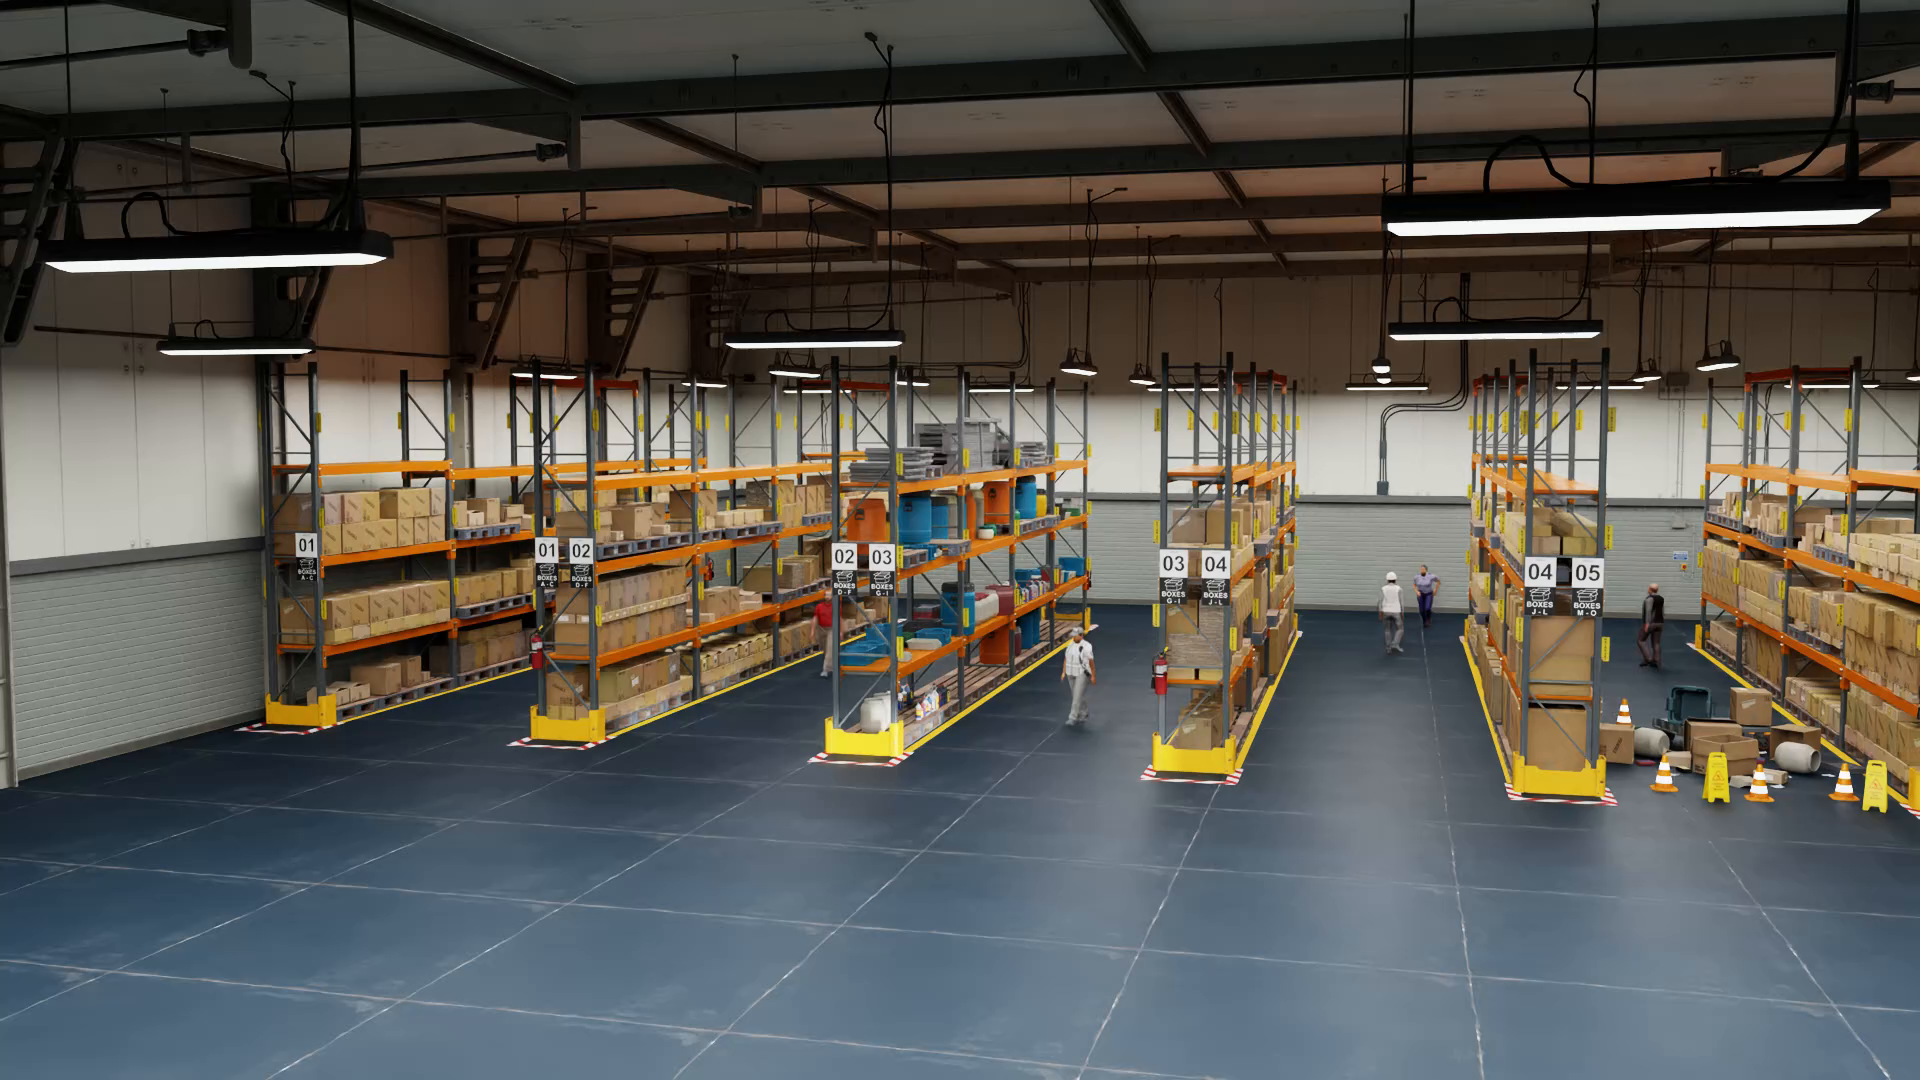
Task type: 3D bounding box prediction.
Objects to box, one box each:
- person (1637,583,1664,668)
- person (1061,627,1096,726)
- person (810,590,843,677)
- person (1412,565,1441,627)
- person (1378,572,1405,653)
[{"bbox_3d":[14.188,1.750,34.047,0.558,1.728,0.448,-2,4,-22],"label":"person"},{"bbox_3d":[1.901,2.242,27.547,0.534,1.611,0.963,4,5,43],"label":"person"},{"bbox_3d":[-2.660,1.828,32.938,0.546,1.667,1.039,1,4,20],"label":"person"},{"bbox_3d":[11.387,1.370,40.582,0.649,1.560,0.744,2,4,26],"label":"person"},{"bbox_3d":[9.385,1.581,36.158,0.572,1.772,0.519,2,4,21],"label":"person"}]
